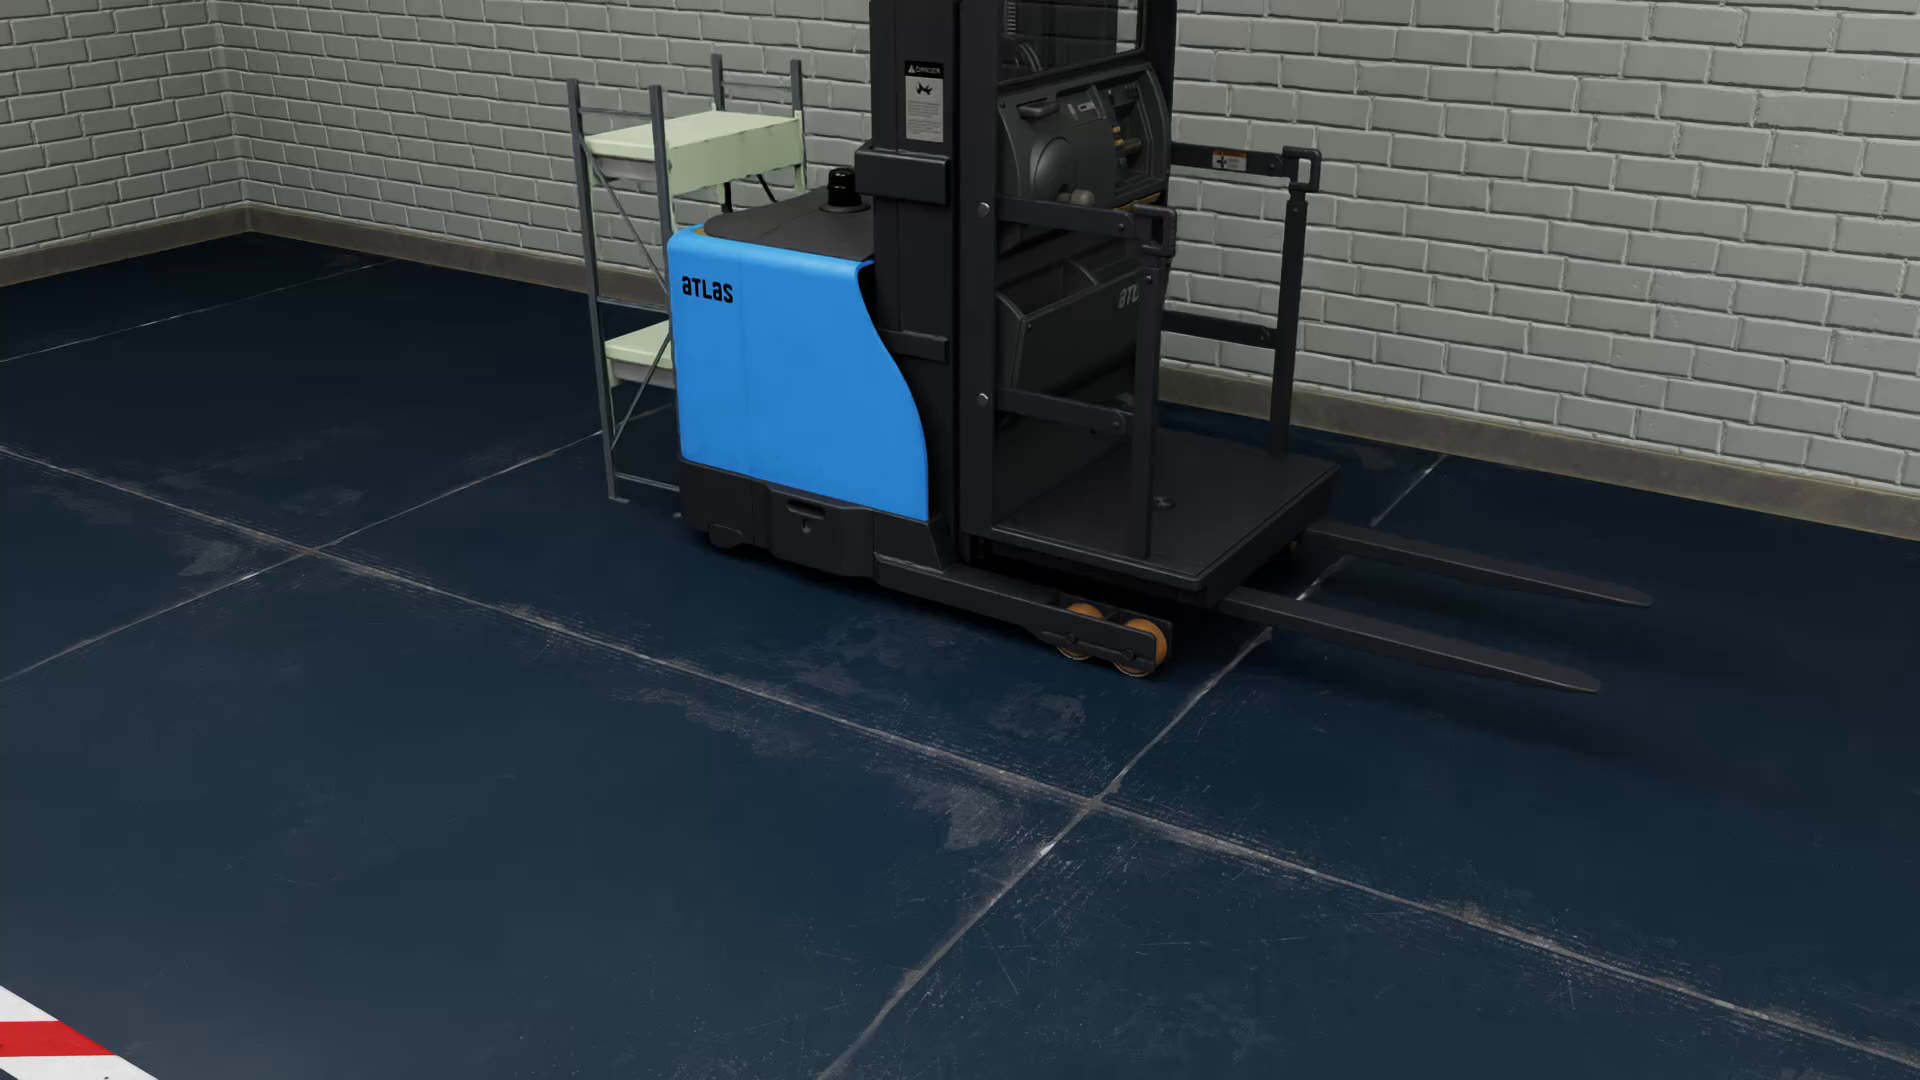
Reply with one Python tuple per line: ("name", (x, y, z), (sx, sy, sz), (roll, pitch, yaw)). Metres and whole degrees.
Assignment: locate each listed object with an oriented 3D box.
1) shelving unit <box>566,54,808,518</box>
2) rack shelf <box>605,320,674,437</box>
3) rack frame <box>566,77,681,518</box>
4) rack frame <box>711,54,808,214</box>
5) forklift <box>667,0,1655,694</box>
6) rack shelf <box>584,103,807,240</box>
("shelving unit", (-0.924, -0.925, 5.989), (0.431, 1.500, 0.755), (13, 27, 30))
("rack shelf", (-0.919, -0.624, 6.116), (0.431, 0.370, 0.720), (13, 27, 30))
("rack frame", (-1.121, -0.802, 5.706), (0.400, 1.500, 0.023), (13, 27, 30))
("rack frame", (-0.727, -1.047, 6.272), (0.400, 1.500, 0.023), (13, 27, 30))
("forklift", (0.555, -1.187, 4.804), (3.031, 2.935, 1.130), (14, 27, 30))
("rack shelf", (-0.929, -1.284, 5.837), (0.431, 0.370, 0.720), (13, 27, 30))
